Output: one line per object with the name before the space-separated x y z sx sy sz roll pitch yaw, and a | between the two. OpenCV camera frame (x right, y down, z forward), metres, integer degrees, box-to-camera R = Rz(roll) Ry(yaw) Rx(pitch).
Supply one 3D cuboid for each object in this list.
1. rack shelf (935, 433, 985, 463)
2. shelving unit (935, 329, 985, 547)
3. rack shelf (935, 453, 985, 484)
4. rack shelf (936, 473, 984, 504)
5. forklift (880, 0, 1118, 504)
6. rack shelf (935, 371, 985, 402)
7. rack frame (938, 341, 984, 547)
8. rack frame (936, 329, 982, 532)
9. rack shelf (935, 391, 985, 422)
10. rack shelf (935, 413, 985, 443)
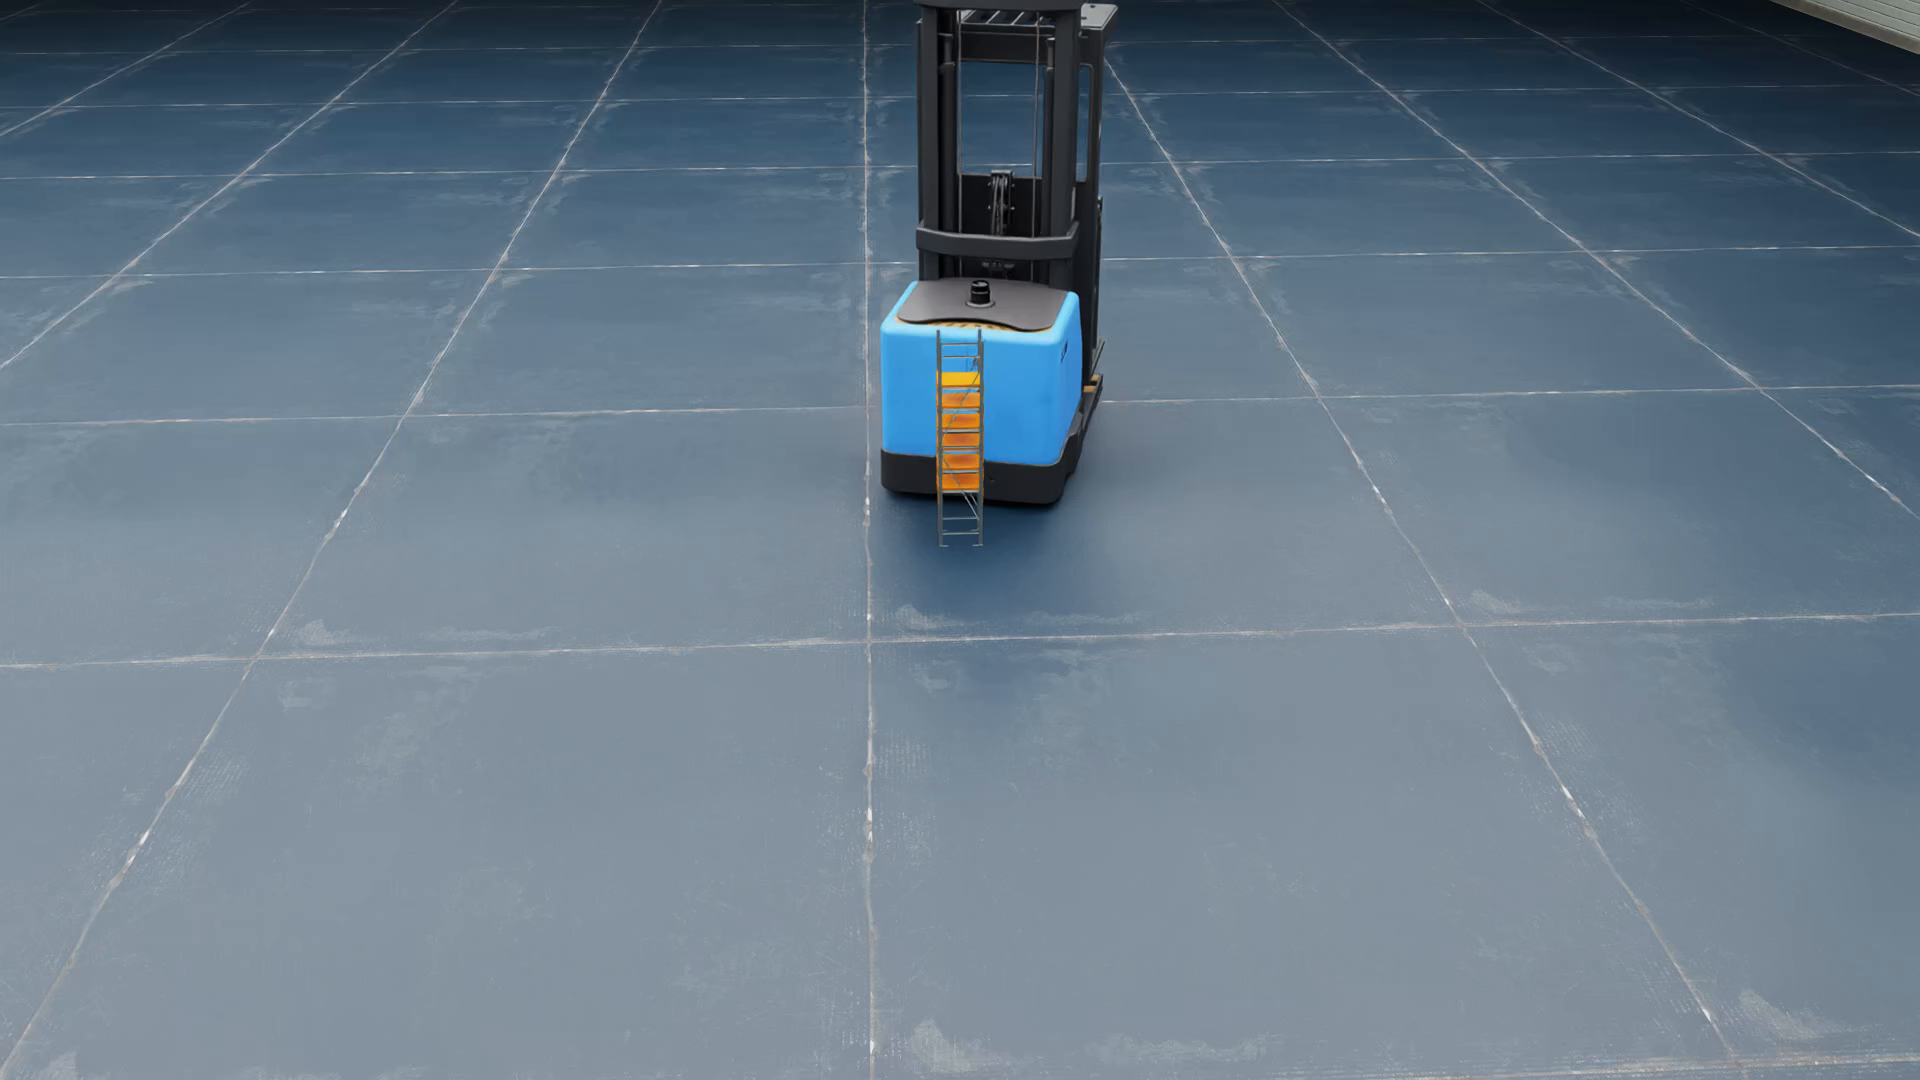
rack shelf | -0.001 -0.499 9.006 0.258 0.103 0.180 -1 28 -3
shelving unit | -0.001 -0.539 8.985 0.258 1.200 0.189 -1 28 -3
rack shelf | -0.001 -0.393 9.061 0.258 0.103 0.180 -1 28 -3
rack shelf | -0.001 -0.286 9.117 0.258 0.103 0.180 -1 28 -3
forklift | 0.338 -2.167 10.235 1.130 2.935 3.031 5 28 10
rack shelf | -0.001 -0.818 8.839 0.258 0.103 0.180 -1 28 -3
rack frame | 0.004 -0.496 8.904 0.240 1.200 0.006 -1 28 -3
rack frame | -0.006 -0.581 9.066 0.240 1.200 0.006 -1 28 -3
rack shelf | -0.001 -0.712 8.895 0.258 0.103 0.180 -1 28 -3
rack shelf | -0.001 -0.606 8.950 0.258 0.103 0.180 -1 28 -3
